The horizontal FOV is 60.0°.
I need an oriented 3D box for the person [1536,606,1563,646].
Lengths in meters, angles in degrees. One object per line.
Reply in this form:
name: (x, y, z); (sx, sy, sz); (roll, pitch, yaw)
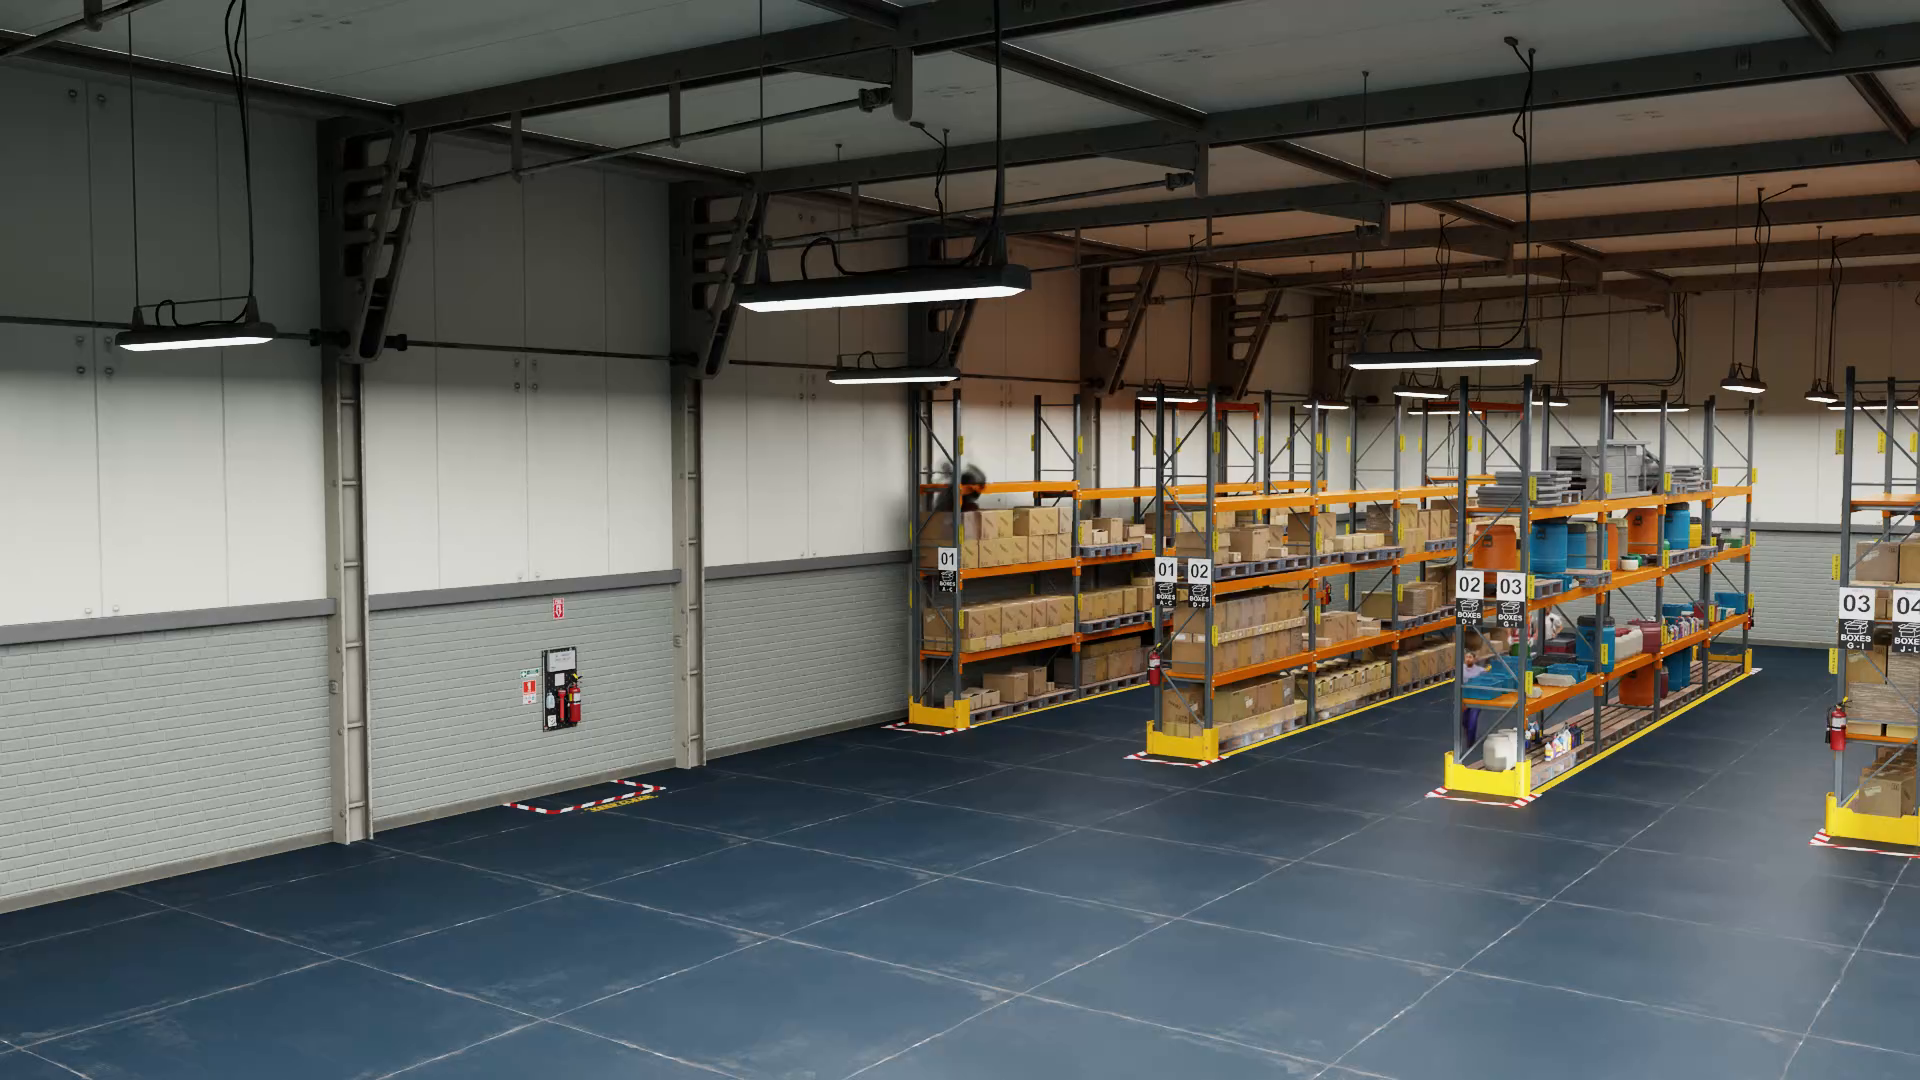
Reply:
person: (12.622, 2.154, 35.761); (0.585, 1.621, 0.543); (2, 4, 31)

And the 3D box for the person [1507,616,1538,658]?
person: (11.710, 2.160, 34.619); (0.648, 1.747, 0.571); (2, 4, 28)

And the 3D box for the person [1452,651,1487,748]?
person: (8.527, 2.638, 27.717); (0.595, 1.604, 0.586); (2, 4, 32)
